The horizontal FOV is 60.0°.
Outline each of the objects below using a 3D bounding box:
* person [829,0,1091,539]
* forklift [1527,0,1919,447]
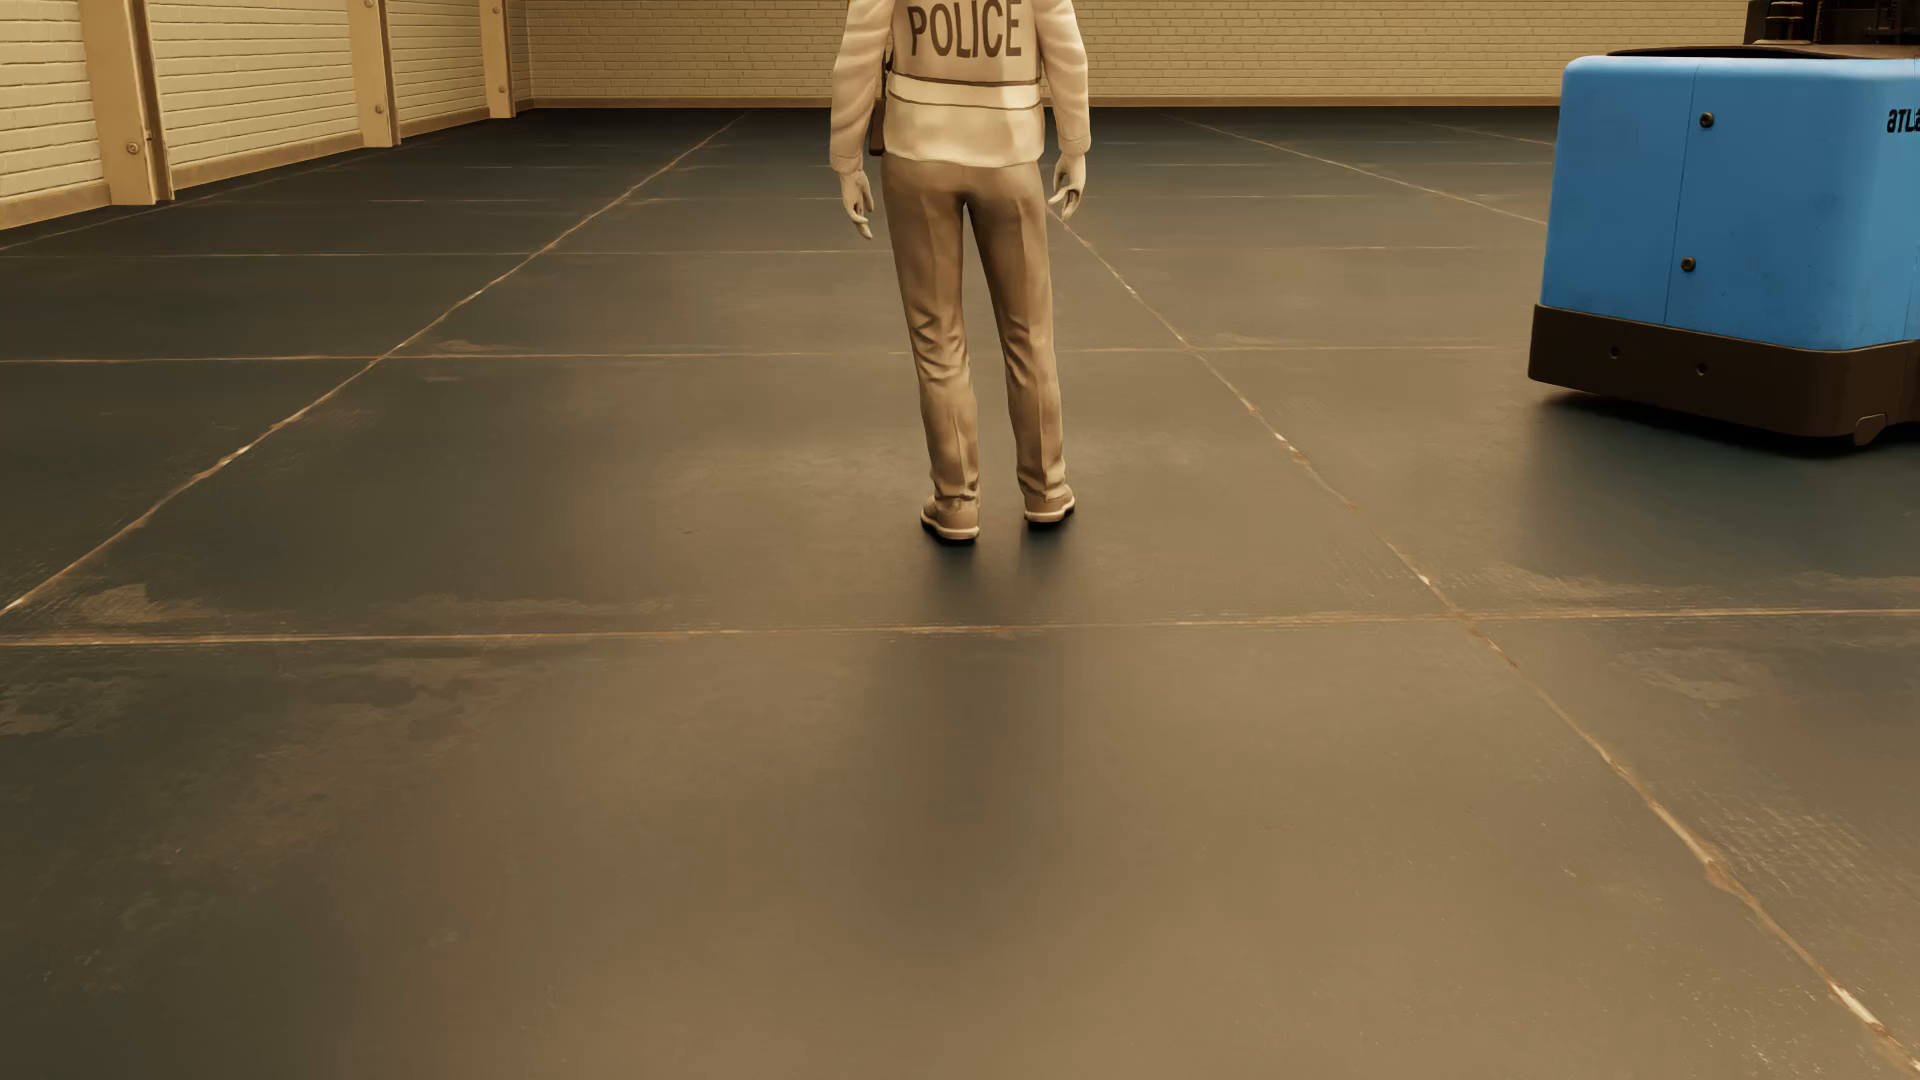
[{"bbox_3d":[0.003,-0.837,3.734,0.587,1.695,0.531,-1,17,-3],"label":"person"},{"bbox_3d":[3.369,-1.965,5.331,3.031,2.935,1.130,-10,20,-30],"label":"forklift"}]
